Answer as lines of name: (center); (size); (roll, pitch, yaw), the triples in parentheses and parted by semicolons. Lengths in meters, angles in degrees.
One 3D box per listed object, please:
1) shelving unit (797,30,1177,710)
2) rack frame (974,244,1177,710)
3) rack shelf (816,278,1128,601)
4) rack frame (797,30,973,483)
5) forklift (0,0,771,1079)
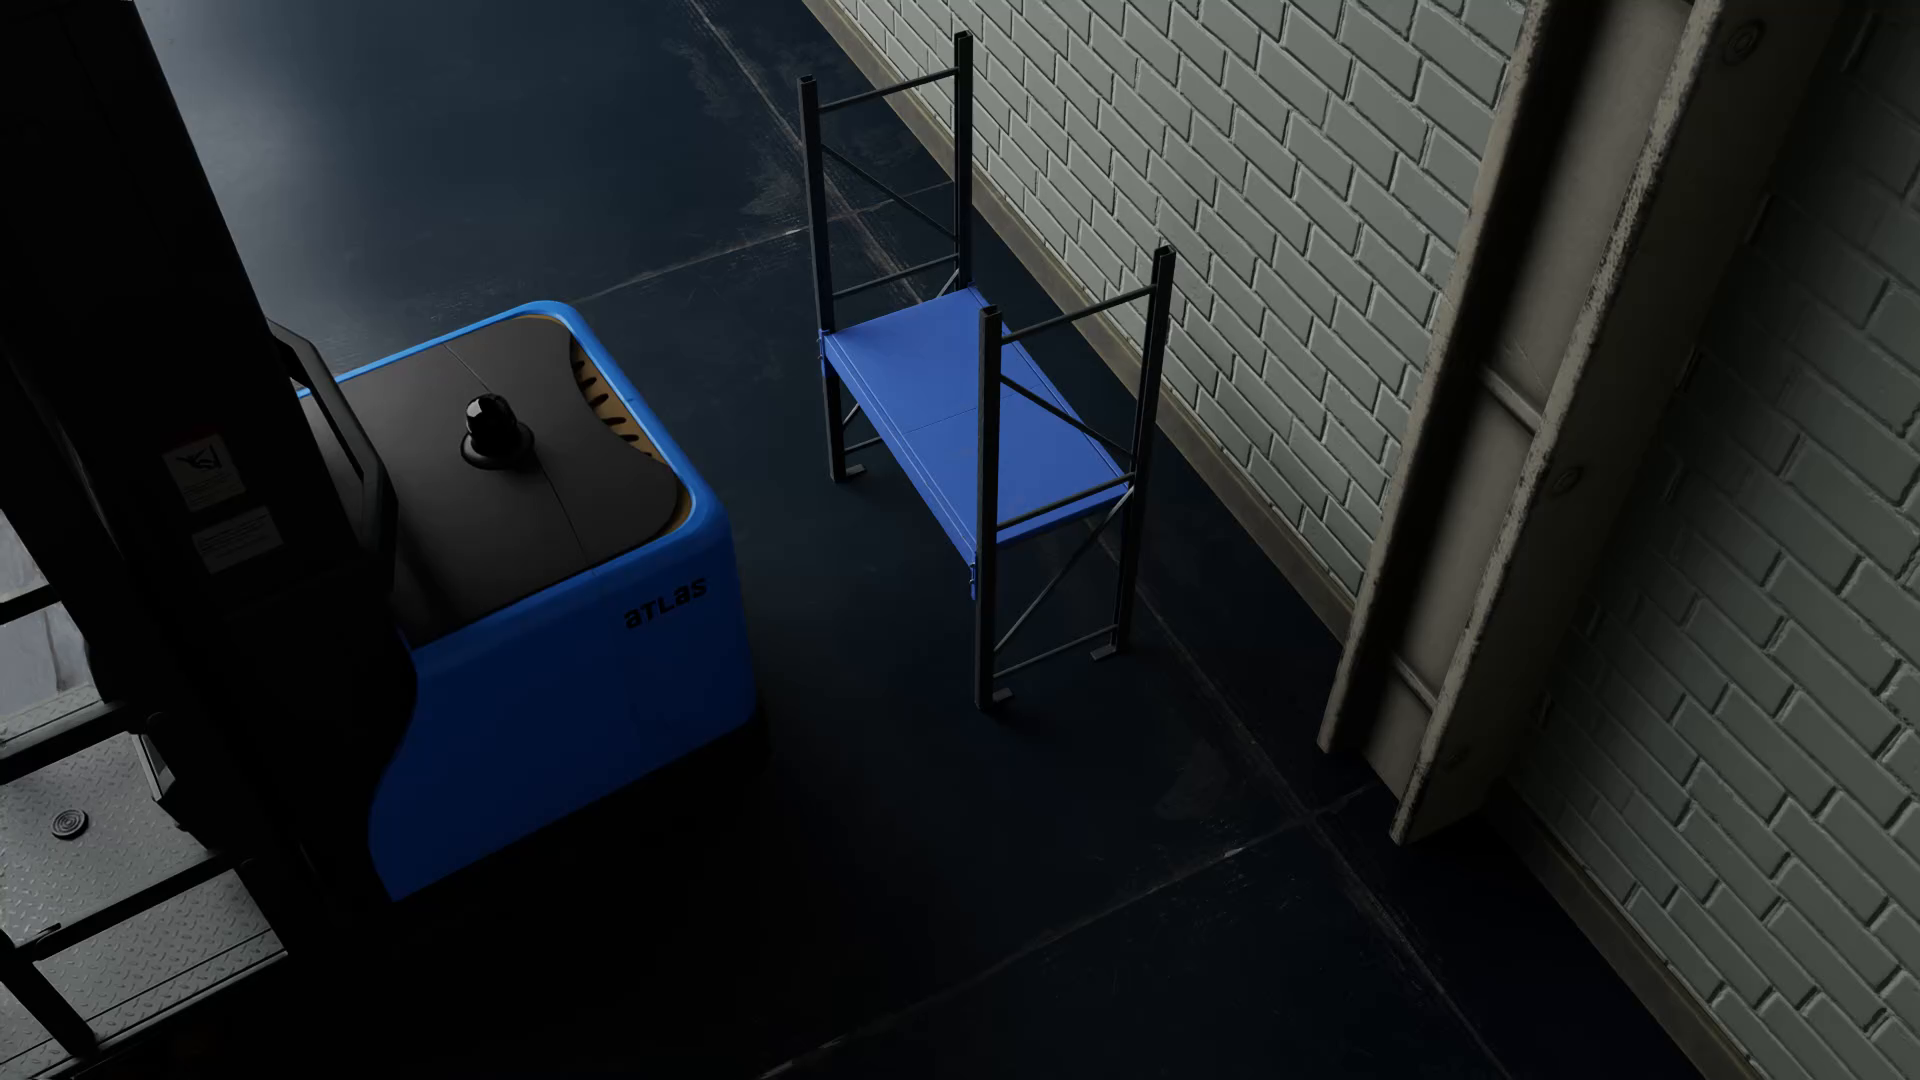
shelving unit: (0.039, -0.437, 4.636); (0.538, 1.500, 1.048); (-21, 52, -18)
rack frame: (0.272, -0.096, 4.338); (0.500, 1.500, 0.032); (-21, 52, -18)
rack shelf: (0.039, -0.318, 4.771); (0.538, 0.185, 1.000); (-21, 52, -18)
rack frame: (-0.194, -0.777, 4.933); (0.500, 1.500, 0.032); (-21, 52, -18)
forklift: (-2.043, -0.009, 3.311); (3.031, 2.935, 1.130); (-26, 54, -21)
